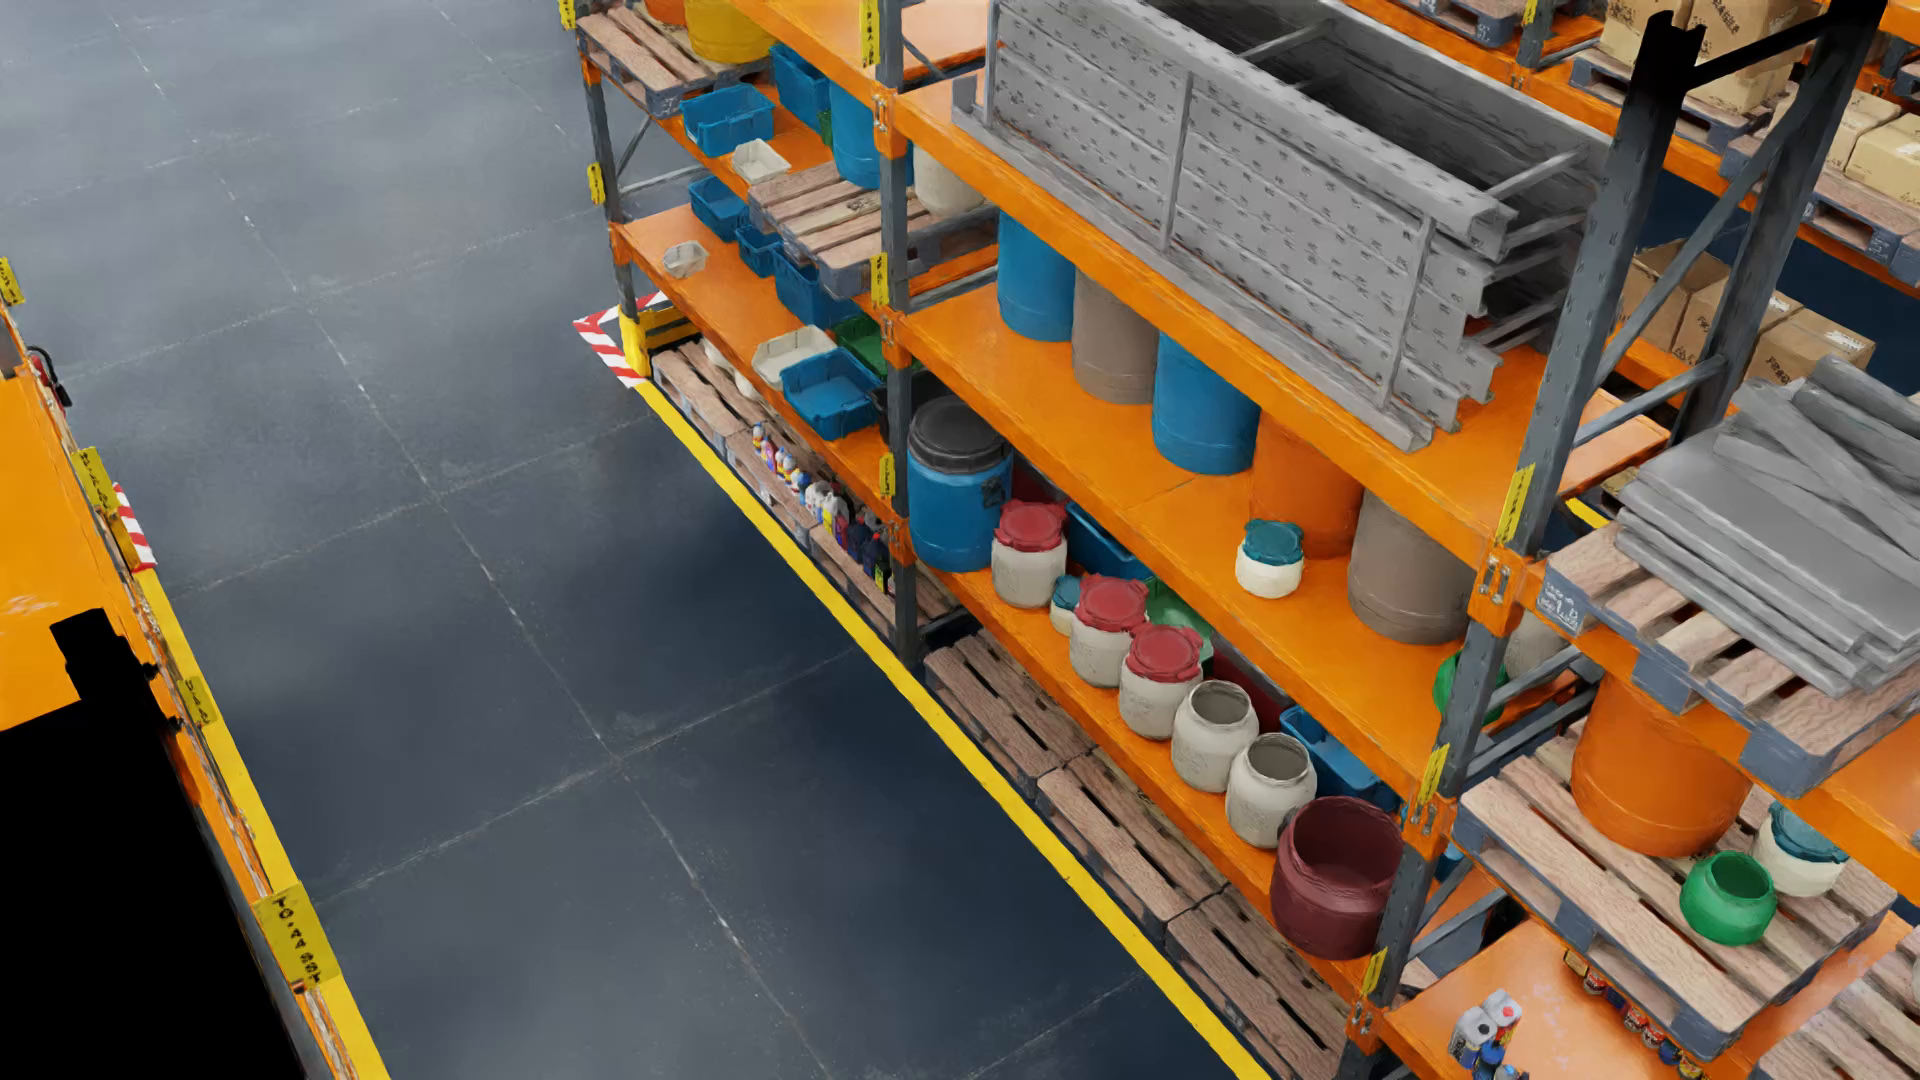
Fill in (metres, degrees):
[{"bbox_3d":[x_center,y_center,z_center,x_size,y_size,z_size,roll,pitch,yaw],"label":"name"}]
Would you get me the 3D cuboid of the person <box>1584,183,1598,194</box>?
[{"bbox_3d":[5.376,-3.005,13.798,0.682,1.676,0.529,-27,49,-26],"label":"person"}]
